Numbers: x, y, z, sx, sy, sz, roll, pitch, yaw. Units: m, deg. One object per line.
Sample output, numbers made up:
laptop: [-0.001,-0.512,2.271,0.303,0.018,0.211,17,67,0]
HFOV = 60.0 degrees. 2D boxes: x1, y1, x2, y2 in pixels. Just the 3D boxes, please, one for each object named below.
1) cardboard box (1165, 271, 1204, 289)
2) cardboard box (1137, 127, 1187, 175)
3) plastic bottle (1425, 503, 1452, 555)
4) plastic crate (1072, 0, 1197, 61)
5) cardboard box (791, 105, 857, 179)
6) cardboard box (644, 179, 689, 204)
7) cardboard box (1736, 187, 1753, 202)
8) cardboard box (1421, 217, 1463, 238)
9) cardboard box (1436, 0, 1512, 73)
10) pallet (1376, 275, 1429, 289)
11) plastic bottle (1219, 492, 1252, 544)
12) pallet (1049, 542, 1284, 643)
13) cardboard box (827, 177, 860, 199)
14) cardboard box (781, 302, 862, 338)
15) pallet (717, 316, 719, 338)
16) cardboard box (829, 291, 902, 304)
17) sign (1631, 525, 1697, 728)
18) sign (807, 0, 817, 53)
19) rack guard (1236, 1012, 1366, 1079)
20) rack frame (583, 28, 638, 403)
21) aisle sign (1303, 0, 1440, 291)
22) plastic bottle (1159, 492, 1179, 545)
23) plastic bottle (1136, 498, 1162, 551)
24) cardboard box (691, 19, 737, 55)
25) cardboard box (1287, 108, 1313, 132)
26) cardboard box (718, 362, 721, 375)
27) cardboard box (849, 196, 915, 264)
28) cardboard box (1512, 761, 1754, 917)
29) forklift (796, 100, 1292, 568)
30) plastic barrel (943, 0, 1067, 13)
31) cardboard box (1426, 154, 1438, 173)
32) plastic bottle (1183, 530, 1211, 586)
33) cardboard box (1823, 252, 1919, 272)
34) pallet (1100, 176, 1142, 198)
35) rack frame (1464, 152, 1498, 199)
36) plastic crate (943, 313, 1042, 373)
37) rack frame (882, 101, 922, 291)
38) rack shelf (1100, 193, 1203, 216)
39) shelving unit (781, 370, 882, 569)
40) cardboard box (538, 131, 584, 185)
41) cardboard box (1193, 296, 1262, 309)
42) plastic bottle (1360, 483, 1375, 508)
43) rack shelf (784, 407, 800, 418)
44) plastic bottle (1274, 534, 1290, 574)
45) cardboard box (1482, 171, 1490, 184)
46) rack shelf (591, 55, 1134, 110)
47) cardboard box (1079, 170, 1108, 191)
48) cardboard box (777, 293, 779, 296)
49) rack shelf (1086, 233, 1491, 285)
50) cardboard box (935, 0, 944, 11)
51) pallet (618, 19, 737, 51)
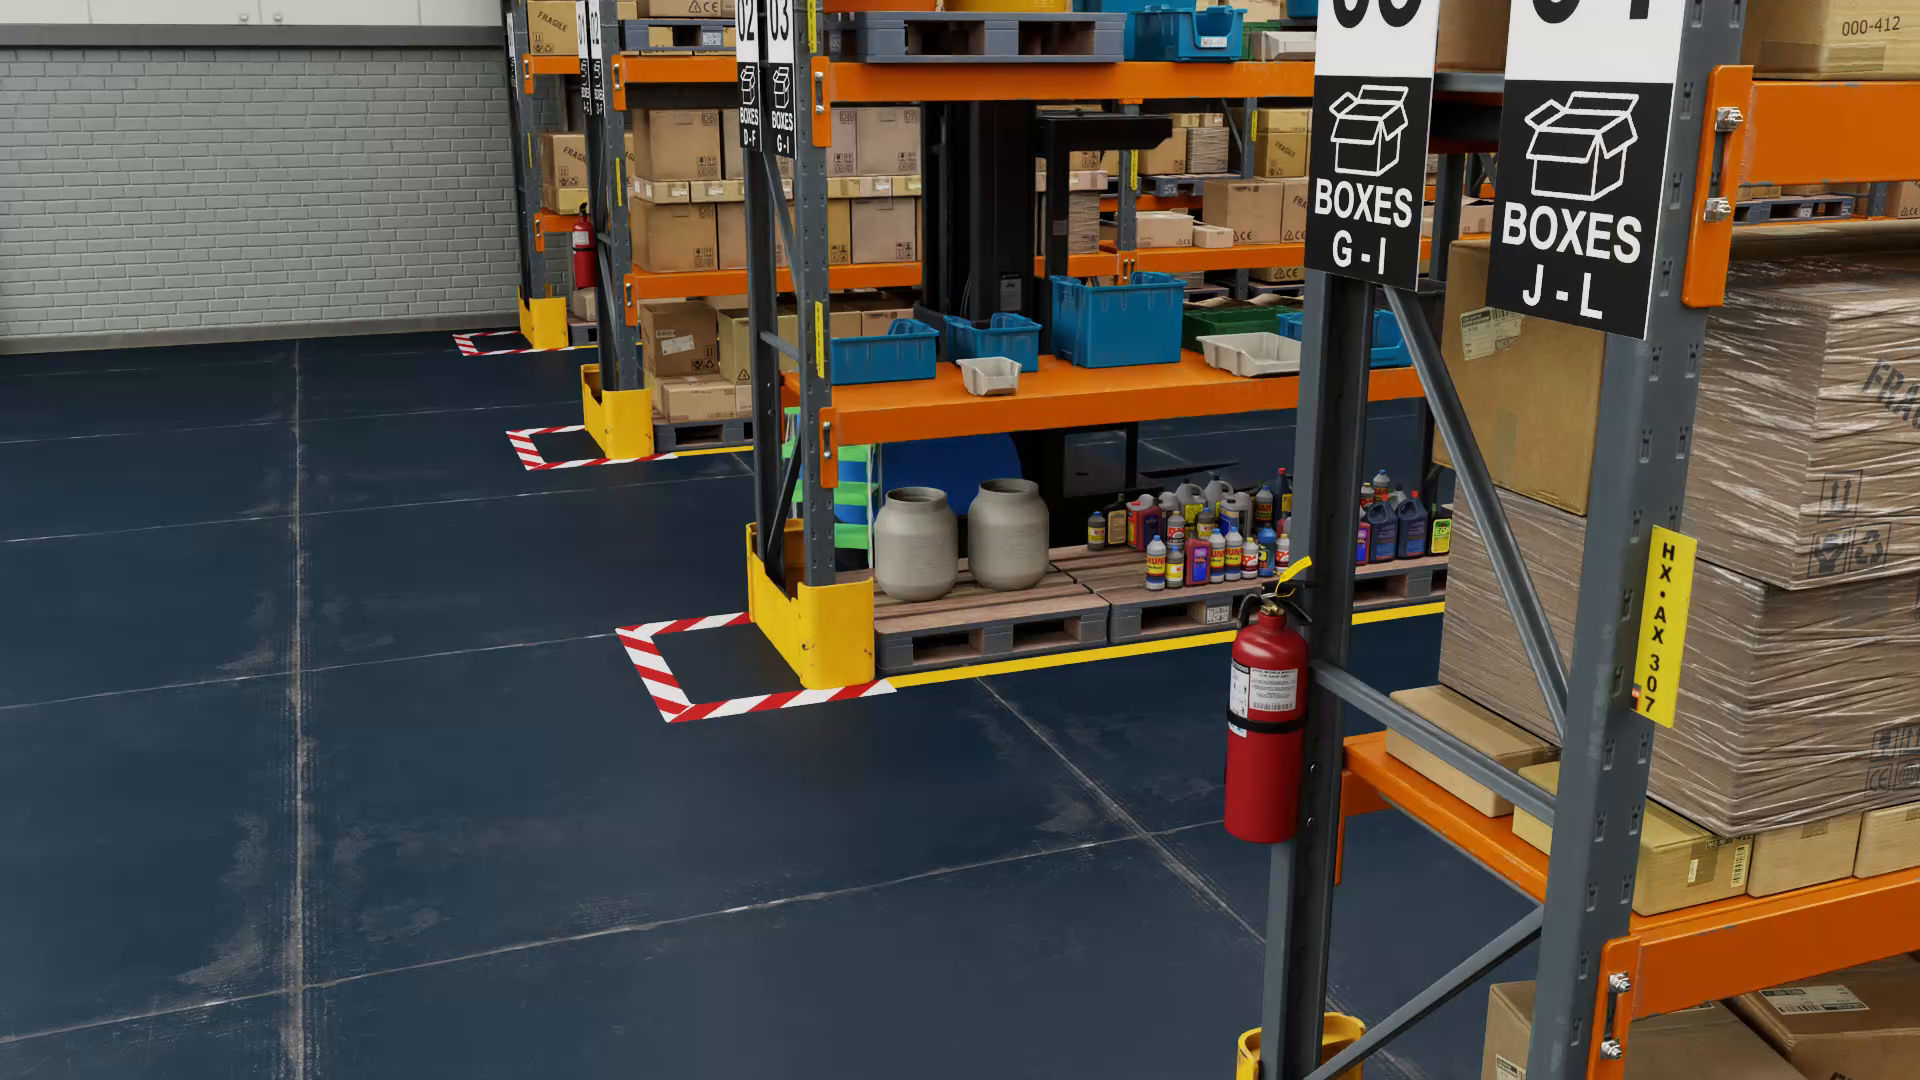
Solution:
cardboard box: [2.465,-3.226,19.416,0.500,0.500,0.700,-6,17,-19]
cardboard box: [2.171,-4.446,18.957,0.500,0.500,0.700,-8,18,-25]
plastic bottle: [2.597,-0.063,9.030,0.133,0.283,0.061,-5,17,-17]
plastic crate: [0.866,-2.590,8.300,0.575,0.384,0.392,-6,17,-20]
cardboard box: [-1.126,-3.016,12.565,0.500,0.500,0.700,-6,17,-20]
cardboard box: [-2.132,-2.533,12.072,0.250,0.149,0.380,-6,18,-20]
cardboard box: [7.002,-3.456,15.620,0.500,0.500,0.700,-11,20,-34]
cardboard box: [4.154,-2.714,14.461,0.250,0.149,0.380,-6,17,-20]
cardboard box: [1.325,-1.067,3.350,0.500,0.250,0.500,-6,17,-19]
pallet: [5.019,-3.144,20.431,1.213,0.211,1.003,-6,17,-20]
plastic bottle: [1.530,-0.124,9.251,0.135,0.276,0.152,-6,17,-20]
pallet: [1.146,0.228,8.947,1.213,0.211,1.003,-6,17,-20]
cardboard box: [-0.930,-2.664,12.516,0.250,0.149,0.380,-6,18,-21]
cardboard box: [-1.067,-1.533,12.800,0.500,0.500,0.500,-6,17,-20]
pallet: [-2.372,-2.358,17.754,1.213,0.211,1.003,-6,17,-20]
cardboard box: [-0.785,-1.720,13.436,0.500,0.500,0.500,-6,17,-20]
sign: [1.160,0.143,2.751,0.005,0.325,0.100,-6,17,-20]
sign: [-0.614,-2.186,6.878,0.005,0.325,0.100,-6,17,-20]
rack guard: [1.037,1.607,3.737,0.348,0.500,1.175,-6,17,-20]
rack frame: [-2.575,-2.191,12.236,0.127,3.000,1.000,-6,17,-20]
aisle sign: [0.801,-0.904,3.240,0.004,0.787,0.394,-6,17,-20]
plastic bottle: [1.126,-0.124,9.251,0.135,0.276,0.152,-7,18,-22]
plastic bottle: [1.035,-0.086,9.107,0.133,0.283,0.061,-6,17,-20]
cardboard box: [-2.459,-5.116,16.661,0.500,0.500,0.500,-5,17,-17]
cardboard box: [4.137,-4.893,19.365,0.500,0.250,0.500,-6,18,-21]
cardboard box: [-1.718,-1.259,13.195,0.500,0.250,0.500,-6,17,-20]
cardboard box: [-0.690,-2.440,12.904,0.500,0.500,0.700,-6,17,-18]
cardboard box: [1.317,0.570,3.278,0.250,0.149,0.380,-6,17,-20]
forklift: [0.580,-1.474,9.917,3.031,2.935,1.130,-7,18,-22]
plastic barrel: [0.213,-2.767,7.793,0.600,0.588,0.600,0,16,0]
cardboard box: [5.568,-4.689,20.001,0.500,0.500,0.500,-6,17,-20]
plastic bottle: [1.216,0.086,8.522,0.133,0.283,0.061,-6,17,-19]
cardboard box: [2.046,-0.287,3.272,0.500,0.500,0.500,-6,17,-20]
pallet: [1.285,-3.998,18.730,1.213,0.211,1.003,-6,17,-20]
rack frame: [4.895,-2.998,14.982,0.127,3.000,1.000,-6,17,-20]
plastic crate: [0.162,-1.009,8.475,0.408,0.251,0.499,-6,17,-20]
rack frame: [-0.616,-3.897,18.046,0.127,3.000,1.000,-6,17,-20]
rack shelf: [1.251,-3.754,18.834,4.000,0.370,1.077,-6,17,-20]
shelving unit: [-0.694,-0.288,8.950,0.503,1.200,0.258,3,17,11]
cardboard box: [-3.987,-3.895,16.938,0.500,0.500,0.500,-6,18,-21]
cardboard box: [2.386,-1.966,14.608,0.500,0.311,0.500,-6,17,-20]
plastic bottle: [2.379,-0.232,9.751,0.097,0.201,0.097,0,16,0]
rack shelf: [-0.694,-0.687,8.831,0.480,0.148,0.258,3,17,11]
plastic bottle: [1.696,0.068,8.729,0.097,0.201,0.097,0,16,0]
cardboard box: [6.412,-4.453,20.348,0.250,0.149,0.380,-6,17,-19]
rack shelf: [-0.708,-3.487,12.601,4.000,0.370,1.077,-6,17,-20]
cardboard box: [0.982,-2.870,13.218,0.250,0.149,0.380,-6,17,-20]
cardboard box: [-2.117,-2.584,17.855,0.250,0.149,0.380,-8,18,-25]
rack shelf: [3.027,-2.451,14.397,4.000,0.370,1.077,-6,17,-20]
cardboard box: [-0.423,-4.219,12.641,0.637,0.503,0.797,-4,17,-14]
pallet: [-1.906,-3.652,12.045,1.213,0.211,1.003,-6,17,-20]
